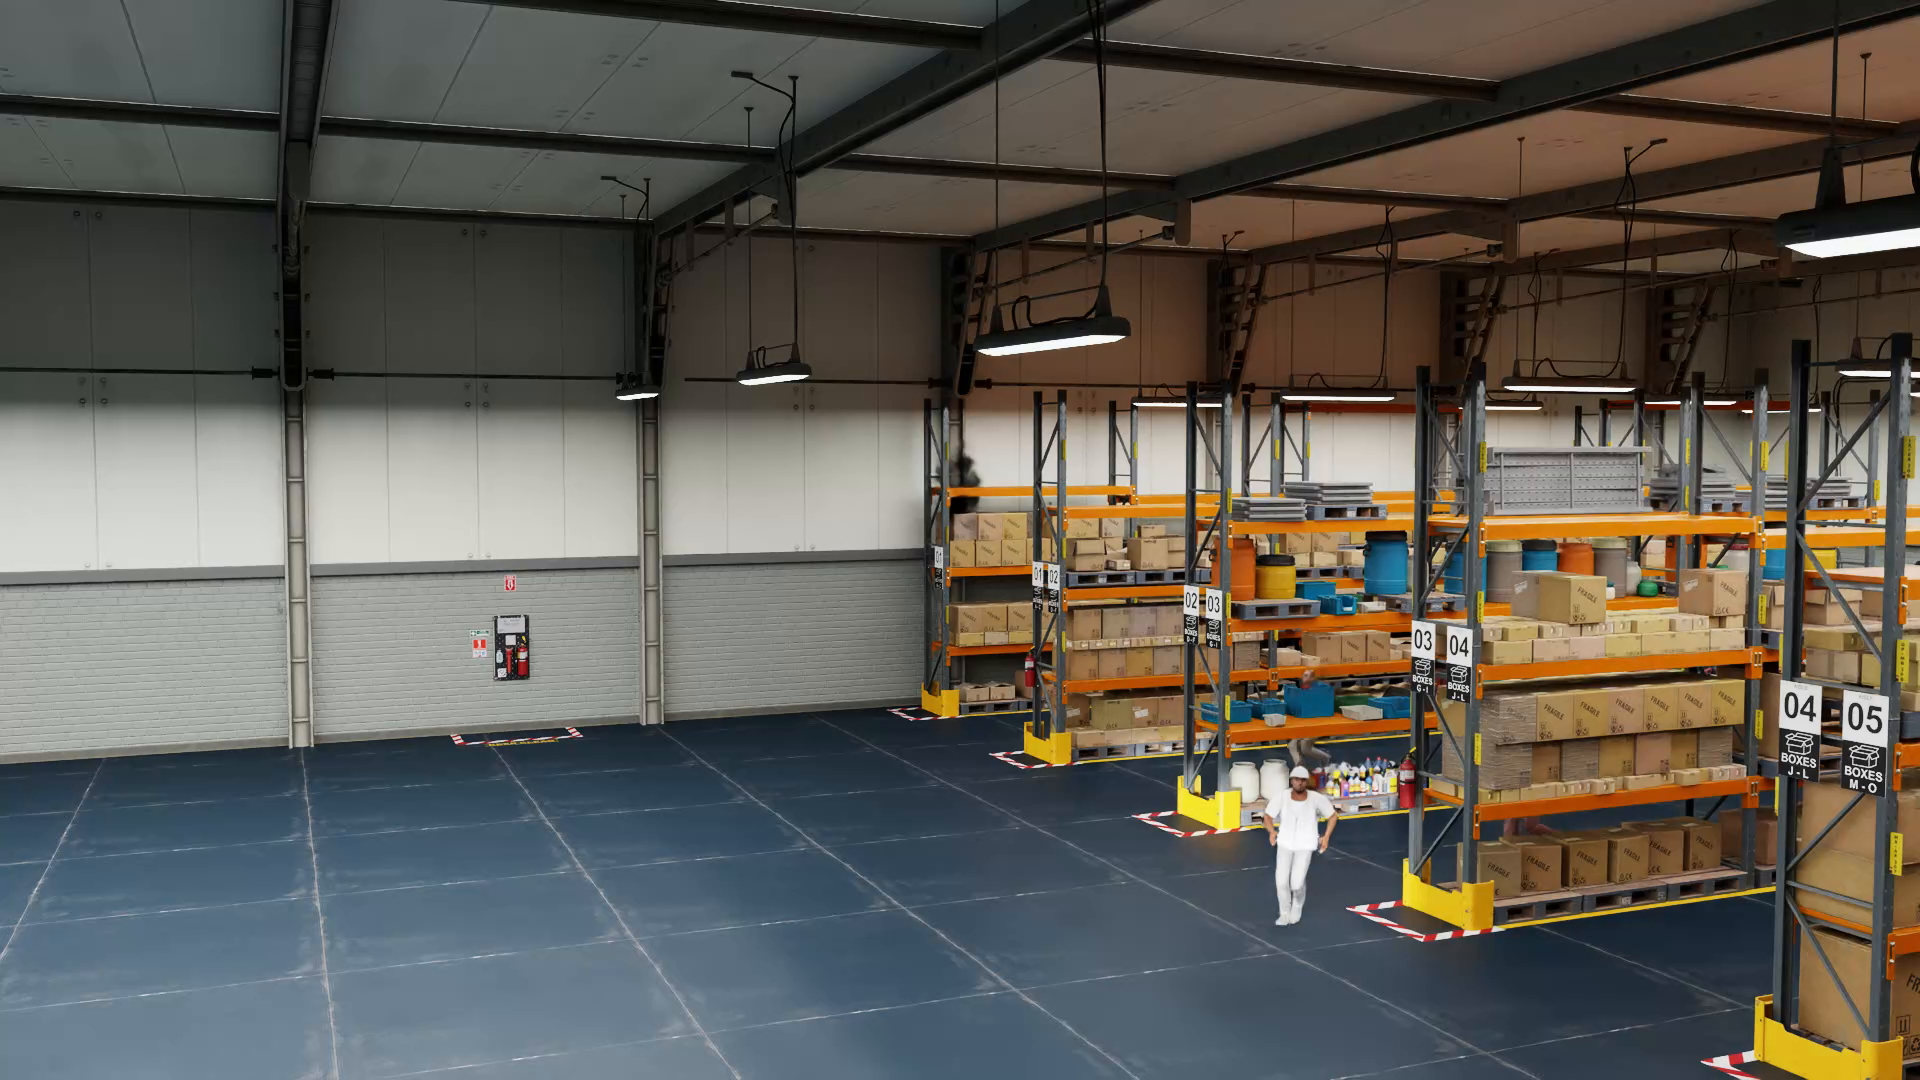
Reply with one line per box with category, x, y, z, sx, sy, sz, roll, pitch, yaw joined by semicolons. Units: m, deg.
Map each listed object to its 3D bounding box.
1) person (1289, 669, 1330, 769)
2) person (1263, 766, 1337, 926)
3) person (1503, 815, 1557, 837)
person;5.351;2.823;25.545;0.654;1.667;0.664;-2;4;-29
person;3.565;3.258;17.628;0.746;1.729;0.595;2;4;24
person;6.913;3.132;20.306;1.003;1.631;0.605;-1;4;-24
